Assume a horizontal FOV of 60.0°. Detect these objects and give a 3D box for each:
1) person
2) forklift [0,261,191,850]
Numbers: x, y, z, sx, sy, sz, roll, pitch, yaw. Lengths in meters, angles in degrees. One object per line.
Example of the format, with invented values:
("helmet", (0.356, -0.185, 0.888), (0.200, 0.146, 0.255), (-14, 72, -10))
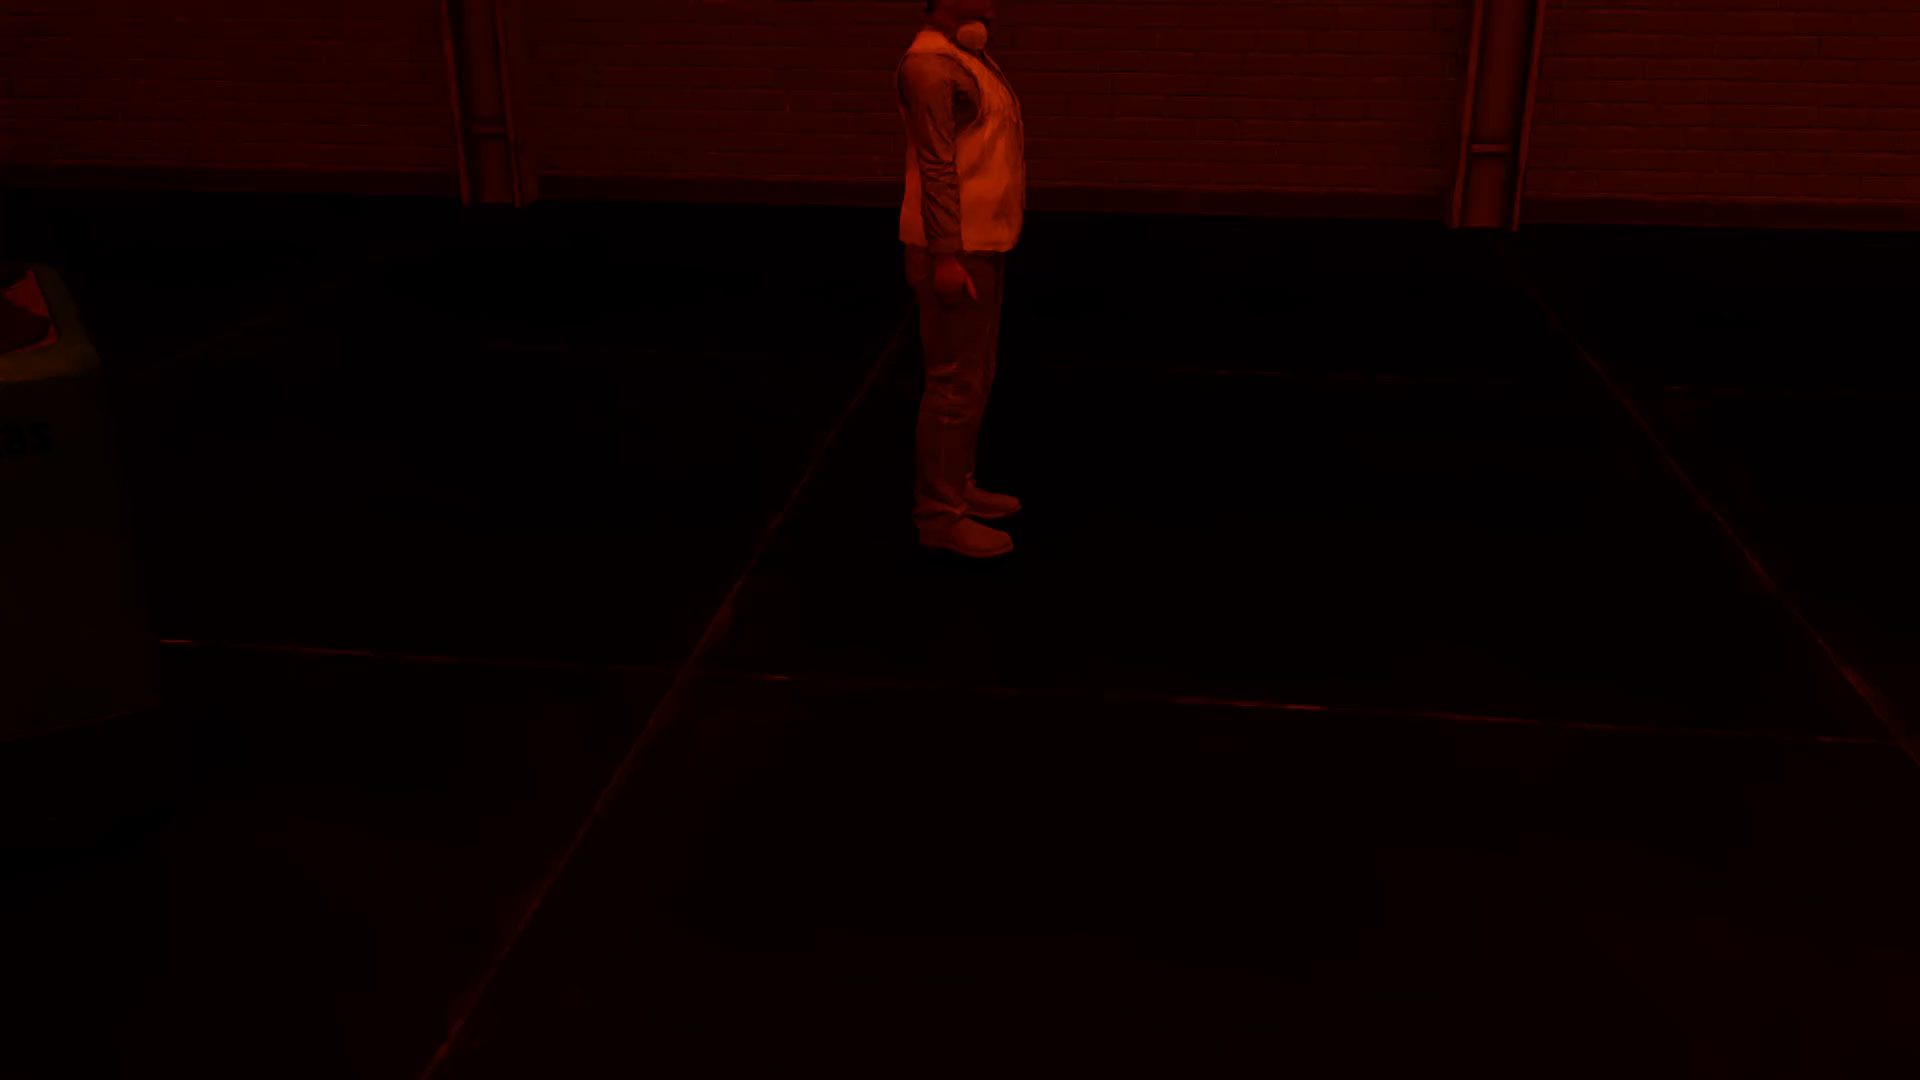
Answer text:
("person", (0.008, -0.860, 4.833), (0.356, 1.776, 0.529), (3, 22, 7))
("forklift", (-3.215, -0.607, 2.761), (3.031, 2.935, 1.130), (-13, 25, -29))
